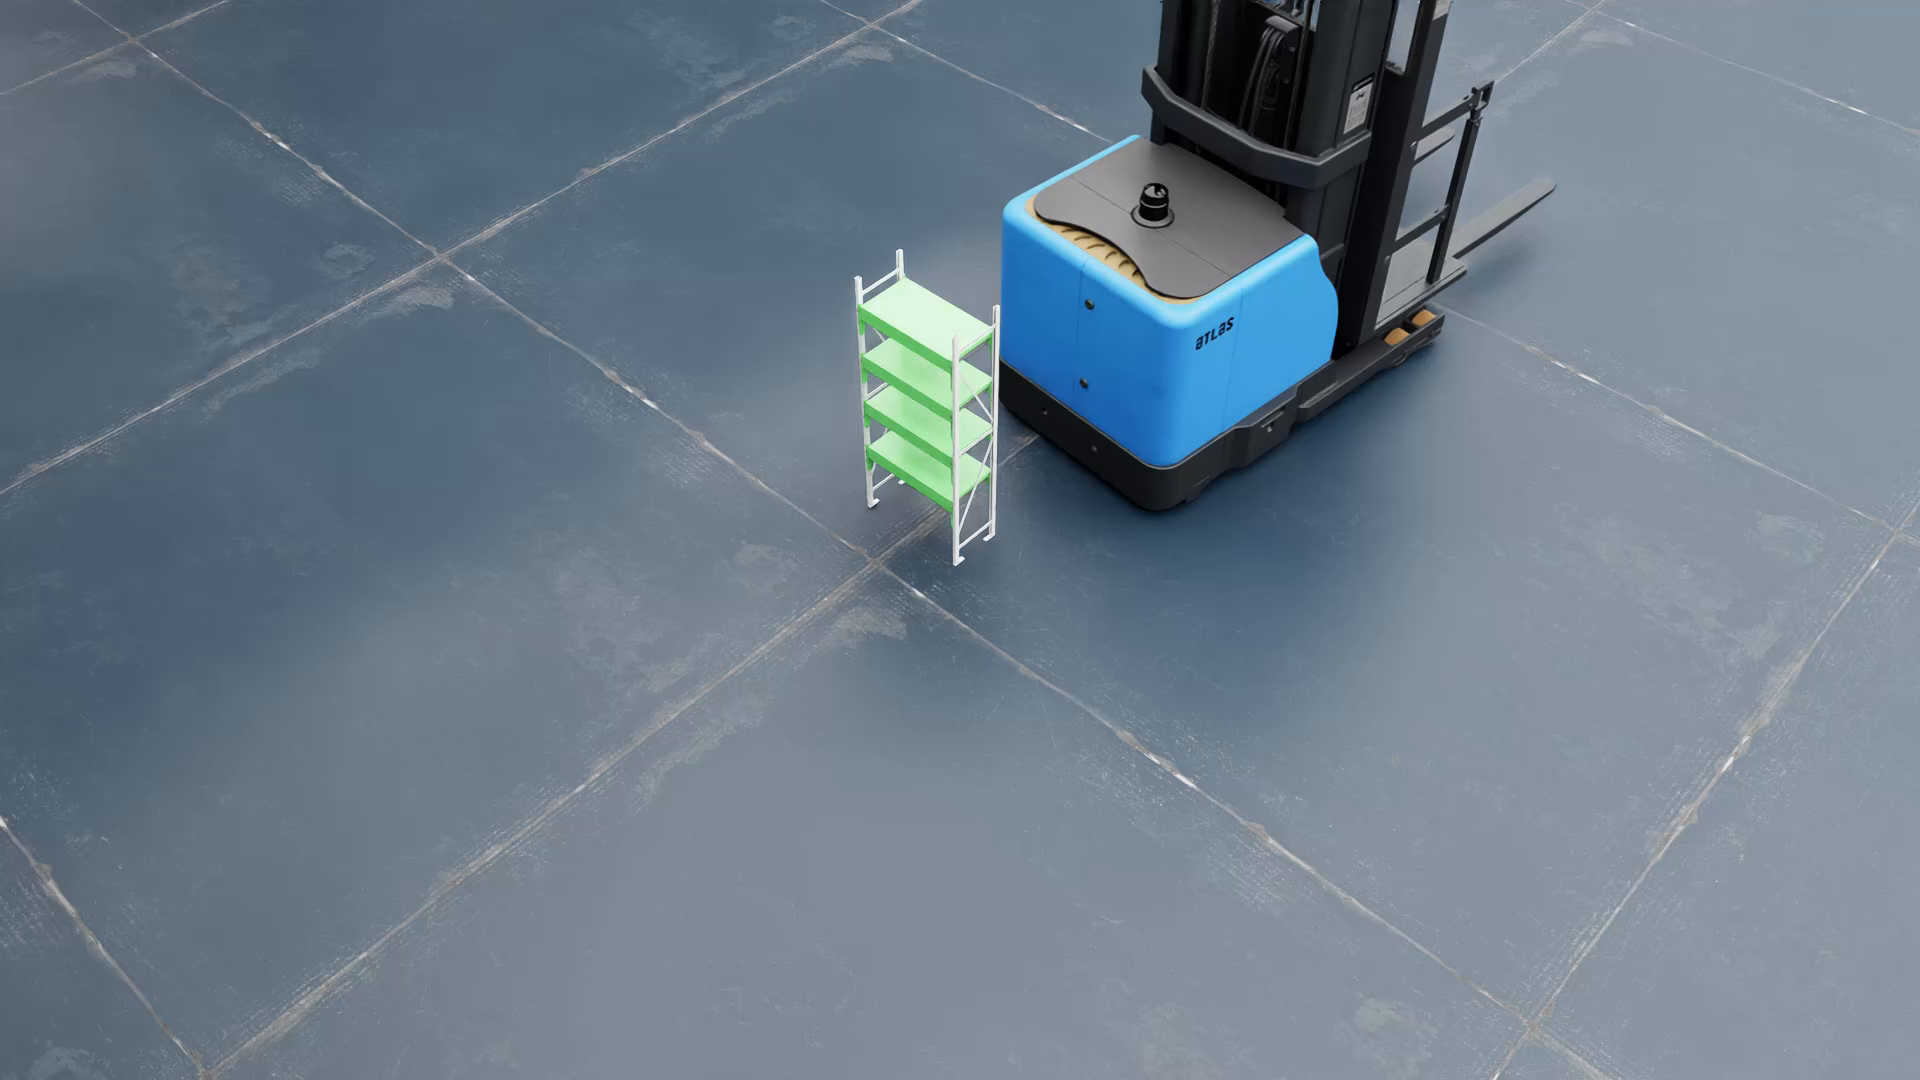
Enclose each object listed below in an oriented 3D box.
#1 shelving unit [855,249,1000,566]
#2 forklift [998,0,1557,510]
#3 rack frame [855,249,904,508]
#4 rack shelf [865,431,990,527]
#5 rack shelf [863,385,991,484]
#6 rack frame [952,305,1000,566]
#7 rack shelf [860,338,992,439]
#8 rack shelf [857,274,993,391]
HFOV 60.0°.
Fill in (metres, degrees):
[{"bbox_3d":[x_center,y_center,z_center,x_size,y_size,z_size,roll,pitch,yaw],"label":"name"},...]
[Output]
[{"bbox_3d":[-0.122,-0.493,6.498,0.503,1.200,0.258,34,55,28],"label":"shelving unit"},{"bbox_3d":[1.593,-2.062,6.784,3.031,2.935,1.130,-33,55,-27],"label":"forklift"},{"bbox_3d":[-0.301,-0.613,6.611,0.015,1.200,0.240,34,55,28],"label":"rack frame"},{"bbox_3d":[-0.122,-0.285,6.720,0.480,0.148,0.258,34,55,28],"label":"rack shelf"},{"bbox_3d":[-0.122,-0.449,6.545,0.480,0.148,0.258,34,55,28],"label":"rack shelf"},{"bbox_3d":[0.058,-0.372,6.385,0.015,1.200,0.240,34,55,28],"label":"rack frame"},{"bbox_3d":[-0.122,-0.613,6.370,0.480,0.148,0.258,34,55,28],"label":"rack shelf"},{"bbox_3d":[-0.122,-0.777,6.195,0.480,0.148,0.258,34,55,28],"label":"rack shelf"}]
